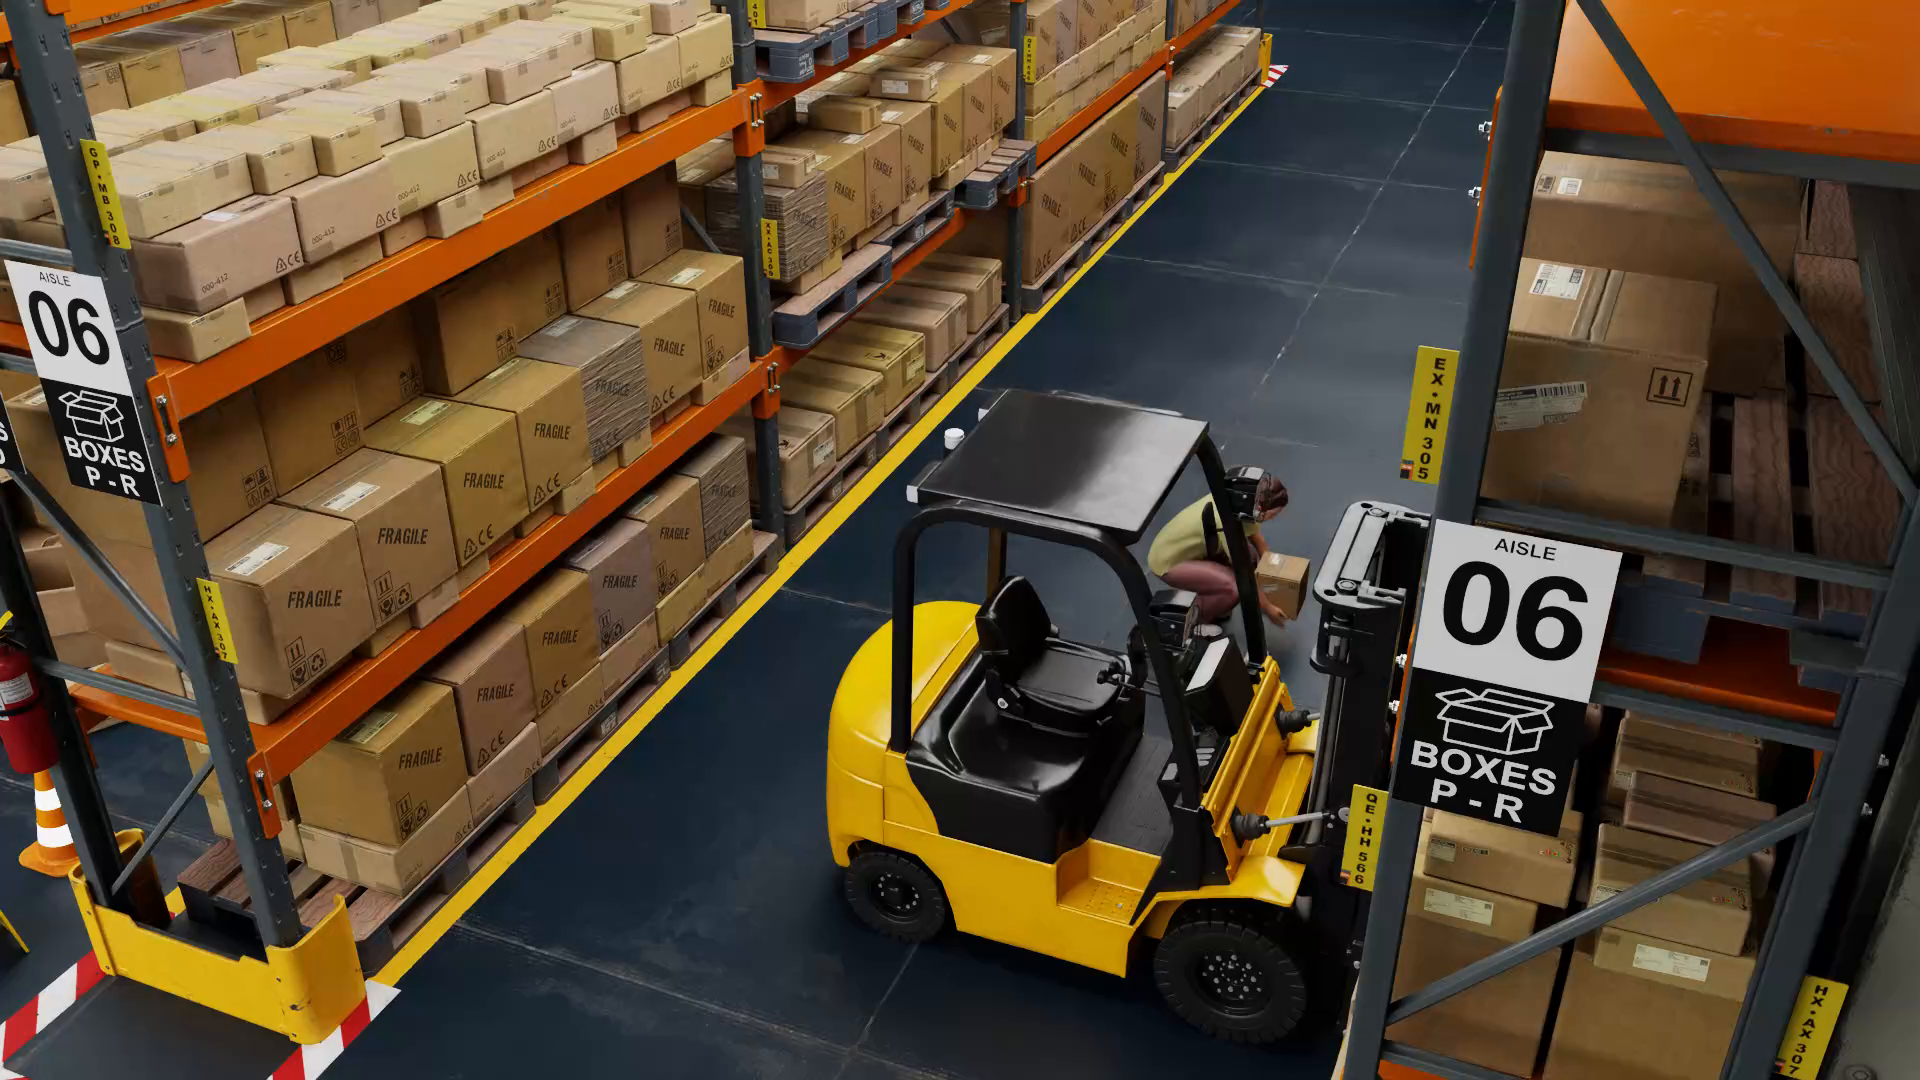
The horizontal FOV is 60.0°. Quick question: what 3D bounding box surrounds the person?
[{"bbox_3d":[1.436,0.064,9.038,0.816,0.934,0.466,11,32,19],"label":"person"}]
